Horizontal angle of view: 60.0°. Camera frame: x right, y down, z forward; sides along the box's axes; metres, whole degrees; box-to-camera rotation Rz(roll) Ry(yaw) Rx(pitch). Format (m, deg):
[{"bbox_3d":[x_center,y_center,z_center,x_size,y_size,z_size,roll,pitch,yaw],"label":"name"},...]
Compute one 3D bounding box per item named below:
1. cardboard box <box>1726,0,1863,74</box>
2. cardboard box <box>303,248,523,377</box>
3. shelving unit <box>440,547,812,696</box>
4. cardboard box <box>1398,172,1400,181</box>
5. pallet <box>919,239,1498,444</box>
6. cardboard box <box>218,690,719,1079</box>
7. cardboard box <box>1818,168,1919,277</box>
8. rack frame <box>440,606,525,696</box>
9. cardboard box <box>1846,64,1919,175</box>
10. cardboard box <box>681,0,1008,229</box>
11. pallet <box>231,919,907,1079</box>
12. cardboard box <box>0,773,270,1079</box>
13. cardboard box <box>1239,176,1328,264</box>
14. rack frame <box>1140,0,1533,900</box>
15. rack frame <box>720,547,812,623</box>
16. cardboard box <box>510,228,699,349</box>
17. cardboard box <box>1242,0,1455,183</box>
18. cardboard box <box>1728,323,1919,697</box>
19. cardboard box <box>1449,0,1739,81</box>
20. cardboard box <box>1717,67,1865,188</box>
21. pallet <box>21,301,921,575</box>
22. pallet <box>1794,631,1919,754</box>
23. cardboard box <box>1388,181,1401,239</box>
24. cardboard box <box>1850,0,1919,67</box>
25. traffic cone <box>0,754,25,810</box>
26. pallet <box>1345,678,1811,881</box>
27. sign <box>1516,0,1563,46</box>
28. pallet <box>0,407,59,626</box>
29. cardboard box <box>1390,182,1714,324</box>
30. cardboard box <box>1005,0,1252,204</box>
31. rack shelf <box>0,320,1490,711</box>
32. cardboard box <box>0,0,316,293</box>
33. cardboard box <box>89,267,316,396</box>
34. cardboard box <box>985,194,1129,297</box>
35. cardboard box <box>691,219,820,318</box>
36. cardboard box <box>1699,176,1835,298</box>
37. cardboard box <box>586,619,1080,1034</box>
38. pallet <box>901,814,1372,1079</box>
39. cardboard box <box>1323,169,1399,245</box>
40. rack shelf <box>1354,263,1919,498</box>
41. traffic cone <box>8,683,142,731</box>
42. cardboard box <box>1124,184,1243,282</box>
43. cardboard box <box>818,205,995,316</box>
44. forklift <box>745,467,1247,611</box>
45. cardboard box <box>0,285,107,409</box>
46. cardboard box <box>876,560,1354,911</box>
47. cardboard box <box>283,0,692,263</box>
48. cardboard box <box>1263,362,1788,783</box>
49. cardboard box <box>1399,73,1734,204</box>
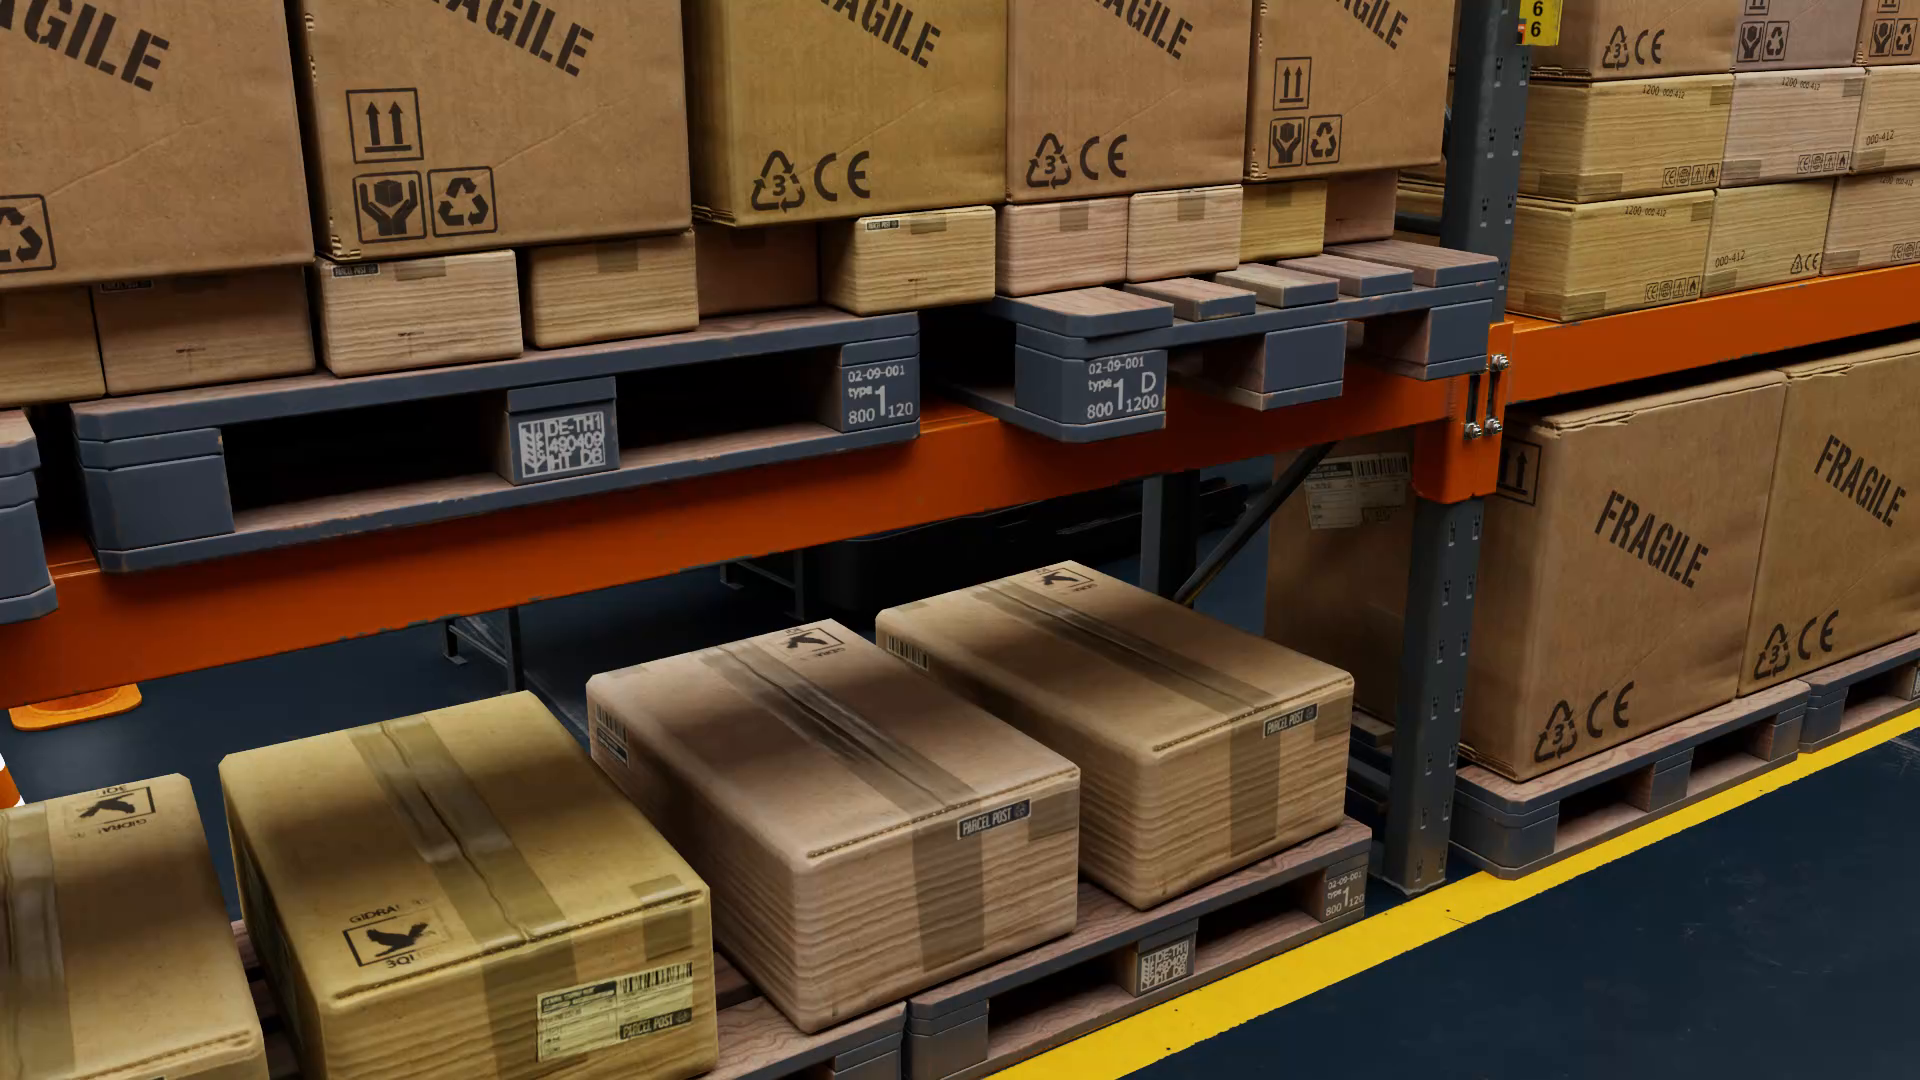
[{"bbox_3d":[1.759,-1.373,3.907,0.500,0.500,0.500,-12,22,-31],"label":"cardboard box"},{"bbox_3d":[-0.798,-0.351,2.337,0.250,0.149,0.380,-11,22,-29],"label":"cardboard box"},{"bbox_3d":[-1.048,-0.398,5.080,1.048,1.500,0.538,-15,24,-38],"label":"shelving unit"},{"bbox_3d":[1.068,-1.060,4.150,0.500,0.250,0.500,-12,22,-32],"label":"cardboard box"},{"bbox_3d":[0.267,-0.496,3.328,1.003,0.211,1.213,-12,22,-31],"label":"pallet"},{"bbox_3d":[-0.922,0.666,3.039,0.625,0.372,0.950,-11,22,-30],"label":"cardboard box"},{"bbox_3d":[2.211,-0.875,4.383,0.500,0.250,0.500,-11,22,-30],"label":"cardboard box"},{"bbox_3d":[-1.434,-0.292,4.766,0.032,1.500,0.500,-15,24,-38],"label":"rack frame"},{"bbox_3d":[2.218,-1.105,4.284,0.500,0.250,0.500,-12,22,-32],"label":"cardboard box"},{"bbox_3d":[-0.270,-0.791,2.623,0.500,0.500,0.500,-14,23,-35],"label":"cardboard box"},{"bbox_3d":[-0.868,0.931,3.162,1.213,0.211,1.003,-12,22,-31],"label":"pallet"},{"bbox_3d":[-1.502,0.789,2.675,0.625,0.372,0.950,-10,21,-28],"label":"cardboard box"},{"bbox_3d":[0.475,-0.634,3.172,0.250,0.149,0.380,-12,22,-31],"label":"cardboard box"},{"bbox_3d":[0.803,-0.741,3.753,0.127,3.000,1.000,-12,22,-31],"label":"rack frame"},{"bbox_3d":[-0.663,-0.504,5.393,0.032,1.500,0.500,-15,24,-38],"label":"rack frame"},{"bbox_3d":[-0.591,-0.406,2.499,0.250,0.149,0.380,-13,22,-33],"label":"cardboard box"},{"bbox_3d":[0.577,-0.974,3.165,0.500,0.500,0.500,-13,22,-33],"label":"cardboard box"},{"bbox_3d":[2.173,-0.189,4.782,0.875,0.875,0.875,-12,22,-31],"label":"cardboard box"},{"bbox_3d":[1.350,-1.284,3.640,0.500,0.500,0.500,-13,22,-33],"label":"cardboard box"},{"bbox_3d":[1.795,-1.021,4.034,0.500,0.250,0.500,-11,22,-30],"label":"cardboard box"},{"bbox_3d":[-0.827,-0.291,2.720,1.213,0.211,1.003,-12,22,-31],"label":"pallet"},{"bbox_3d":[2.521,0.248,5.183,1.213,0.211,1.003,-12,22,-31],"label":"pallet"},{"bbox_3d":[1.083,-0.829,4.246,0.500,0.250,0.500,-13,23,-33],"label":"cardboard box"},{"bbox_3d":[2.199,-1.460,4.164,0.500,0.500,0.500,-11,22,-30],"label":"cardboard box"},{"bbox_3d":[-2.272,0.572,3.829,0.334,0.463,0.336,-12,22,-31],"label":"traffic cone"},{"bbox_3d":[1.503,0.461,4.551,1.213,0.211,1.003,-12,22,-31],"label":"pallet"},{"bbox_3d":[1.110,-1.109,3.156,0.005,0.325,0.100,-12,22,-31],"label":"sign"},{"bbox_3d":[-1.819,-0.041,1.983,1.213,0.211,1.003,-12,22,-31],"label":"pallet"},{"bbox_3d":[1.351,-0.689,3.833,0.500,0.250,0.500,-12,22,-32],"label":"cardboard box"},{"bbox_3d":[0.151,-0.880,2.887,0.500,0.500,0.500,-12,22,-32],"label":"cardboard box"},{"bbox_3d":[-0.867,-0.048,2.826,4.000,0.370,1.077,-12,22,-31],"label":"rack shelf"},{"bbox_3d":[-1.150,-0.601,2.064,0.500,0.500,0.500,-12,22,-32],"label":"cardboard box"},{"bbox_3d":[-1.049,-0.318,2.240,0.250,0.149,0.380,-12,22,-31],"label":"cardboard box"},{"bbox_3d":[0.075,-0.535,2.881,0.250,0.149,0.380,-13,23,-34],"label":"cardboard box"},{"bbox_3d":[-0.427,-0.472,2.695,0.250,0.149,0.380,-12,22,-31],"label":"cardboard box"},{"bbox_3d":[1.770,-0.784,4.115,0.500,0.250,0.500,-13,22,-33],"label":"cardboard box"},{"bbox_3d":[-0.286,0.534,3.429,0.625,0.372,0.950,-12,22,-32],"label":"cardboard box"},{"bbox_3d":[0.150,0.717,3.794,1.213,0.211,1.003,-12,22,-31],"label":"pallet"},{"bbox_3d":[0.659,-0.700,3.369,0.250,0.149,0.380,-11,22,-29],"label":"cardboard box"},{"bbox_3d":[2.474,-0.753,4.910,4.000,0.370,1.077,-12,22,-31],"label":"rack shelf"},{"bbox_3d":[-2.579,0.254,4.771,0.334,0.463,0.336,-12,22,-31],"label":"traffic cone"},{"bbox_3d":[0.289,-0.577,3.006,0.250,0.149,0.380,-12,22,-32],"label":"cardboard box"},{"bbox_3d":[-0.148,-0.483,2.726,0.250,0.149,0.380,-11,22,-30],"label":"cardboard box"},{"bbox_3d":[0.477,-1.520,6.165,3.031,2.935,1.130,-15,24,-38],"label":"forklift"},{"bbox_3d":[-1.256,-0.275,2.112,0.250,0.149,0.380,-12,22,-31],"label":"cardboard box"},{"bbox_3d":[0.326,0.402,3.820,0.625,0.372,0.950,-14,23,-35],"label":"cardboard box"},{"bbox_3d":[-0.726,-0.695,2.340,0.500,0.500,0.500,-13,23,-34],"label":"cardboard box"},{"bbox_3d":[1.426,-0.033,4.320,0.875,0.875,0.875,-12,22,-32],"label":"cardboard box"},{"bbox_3d":[1.362,-0.930,3.766,0.500,0.250,0.500,-12,22,-32],"label":"cardboard box"}]
